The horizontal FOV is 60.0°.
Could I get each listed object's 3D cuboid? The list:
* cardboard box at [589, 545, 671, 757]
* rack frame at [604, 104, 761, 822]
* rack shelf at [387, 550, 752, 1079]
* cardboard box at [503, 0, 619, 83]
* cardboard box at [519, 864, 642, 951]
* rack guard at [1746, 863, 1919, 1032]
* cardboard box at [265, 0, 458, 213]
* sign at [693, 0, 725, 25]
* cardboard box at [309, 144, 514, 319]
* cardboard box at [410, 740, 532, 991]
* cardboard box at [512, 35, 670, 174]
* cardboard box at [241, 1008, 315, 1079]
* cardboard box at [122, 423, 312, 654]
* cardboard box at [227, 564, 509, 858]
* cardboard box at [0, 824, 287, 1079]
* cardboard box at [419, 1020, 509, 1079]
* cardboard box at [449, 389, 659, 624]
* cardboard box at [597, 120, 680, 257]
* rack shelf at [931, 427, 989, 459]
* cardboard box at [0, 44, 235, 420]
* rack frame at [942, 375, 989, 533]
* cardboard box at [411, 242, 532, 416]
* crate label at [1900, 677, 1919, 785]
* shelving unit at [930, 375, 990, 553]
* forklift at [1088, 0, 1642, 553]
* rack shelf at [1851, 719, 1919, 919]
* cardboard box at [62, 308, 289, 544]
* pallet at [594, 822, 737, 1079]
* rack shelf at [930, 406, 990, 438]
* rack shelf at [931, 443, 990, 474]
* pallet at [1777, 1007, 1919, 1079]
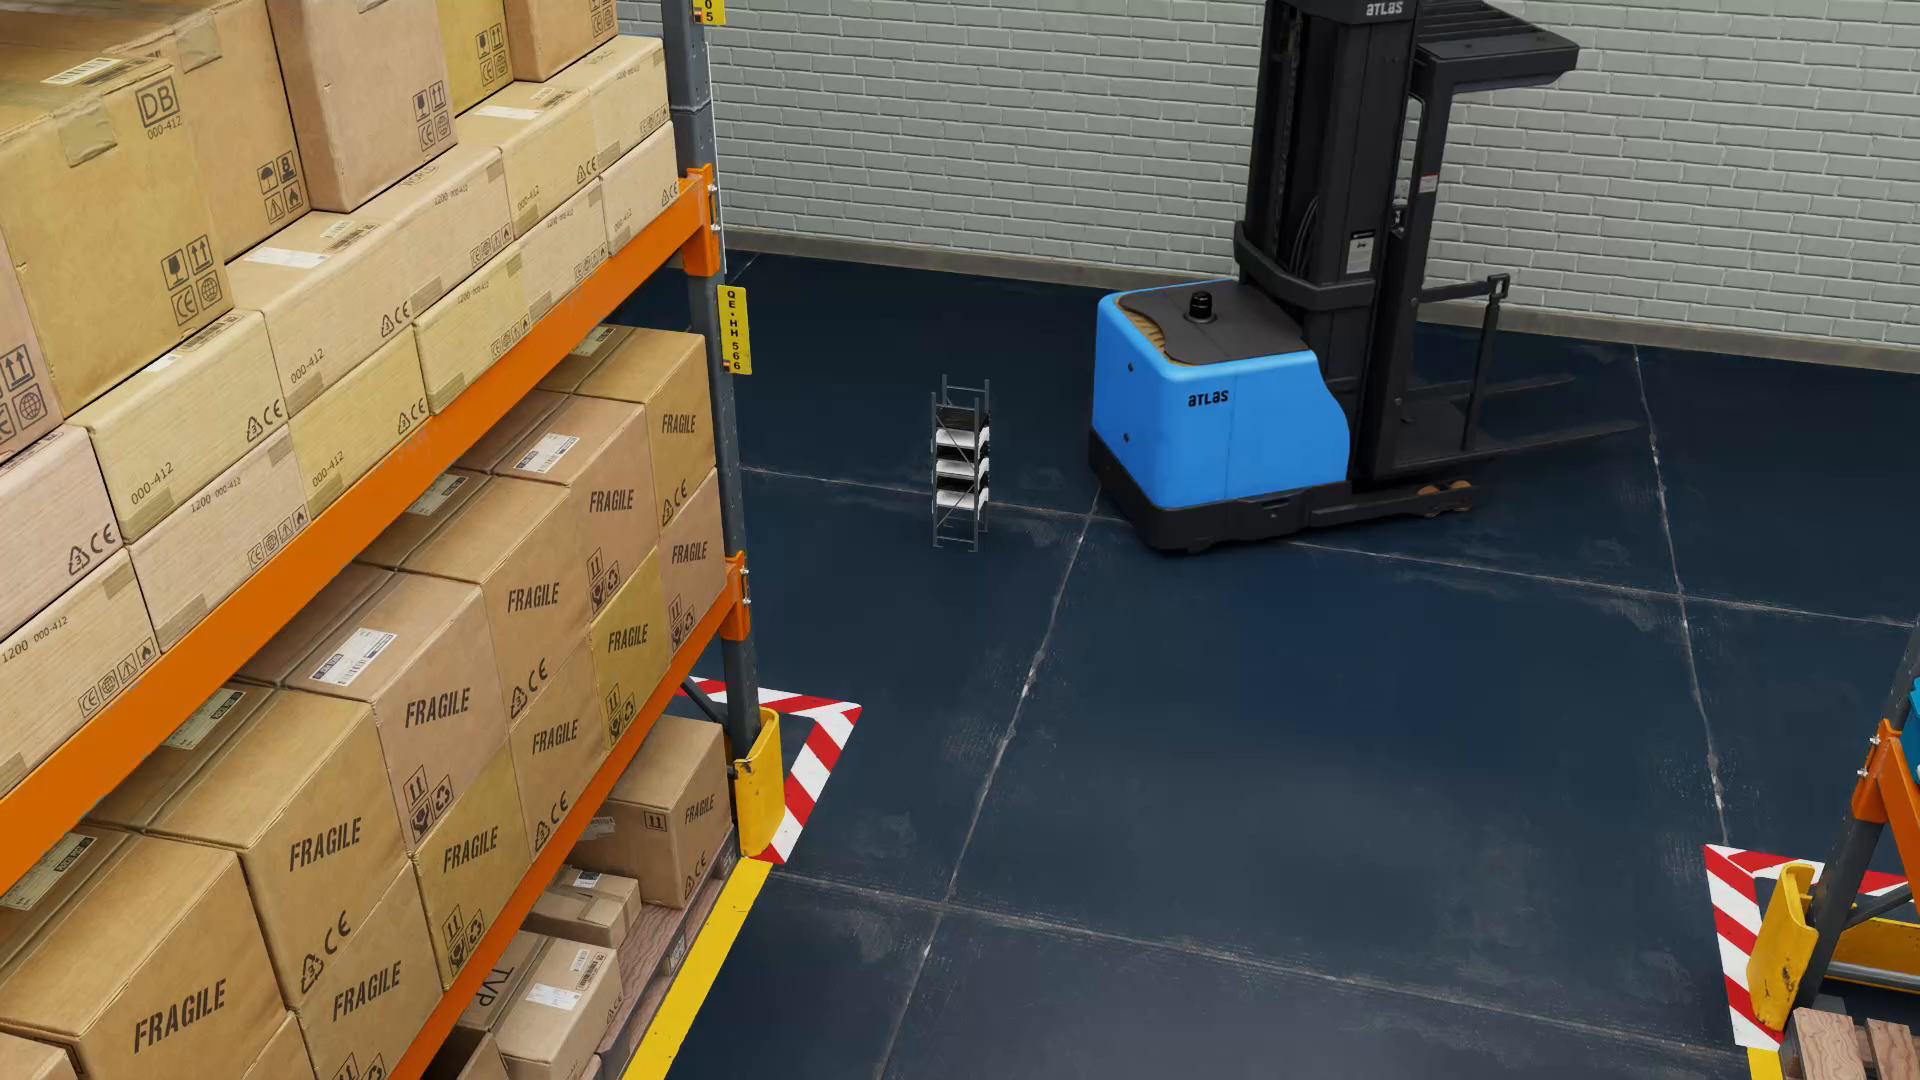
[{"bbox_3d":[-1.285,0.314,5.367,0.500,0.500,0.500,8,33,13],"label":"cardboard box"},{"bbox_3d":[-1.306,-0.183,6.242,1.000,3.000,0.127,8,33,12],"label":"rack frame"},{"bbox_3d":[-1.814,1.158,4.802,1.077,0.370,4.000,8,33,12],"label":"rack shelf"},{"bbox_3d":[-1.421,-1.644,4.719,0.700,0.500,0.500,8,33,12],"label":"cardboard box"},{"bbox_3d":[-1.396,1.341,6.076,0.380,0.166,0.250,8,33,12],"label":"cardboard box"},{"bbox_3d":[3.478,1.534,5.871,1.175,0.500,0.348,8,33,12],"label":"rack guard"},{"bbox_3d":[-1.653,-1.122,3.898,0.700,0.500,0.500,8,33,12],"label":"cardboard box"},{"bbox_3d":[-0.774,-1.737,5.065,0.100,0.325,0.005,8,33,12],"label":"sign"},{"bbox_3d":[-1.447,-0.777,4.054,0.500,0.250,0.500,8,33,12],"label":"cardboard box"},{"bbox_3d":[-1.545,0.834,4.550,0.500,0.500,0.500,8,33,12],"label":"cardboard box"},{"bbox_3d":[-1.190,-1.295,4.869,0.500,0.250,0.500,8,33,12],"label":"cardboard box"},{"bbox_3d":[-1.801,1.357,3.726,0.500,0.500,0.500,9,33,13],"label":"cardboard box"},{"bbox_3d":[-1.699,-0.047,3.371,0.500,0.250,0.500,8,33,12],"label":"cardboard box"},{"bbox_3d":[-1.538,0.420,4.269,0.500,0.500,0.500,9,34,14],"label":"cardboard box"},{"bbox_3d":[-1.799,0.955,3.427,0.500,0.500,0.500,7,33,11],"label":"cardboard box"},{"bbox_3d":[-1.849,1.785,5.063,0.797,0.503,0.637,8,33,12],"label":"cardboard box"},{"bbox_3d":[-1.280,-0.117,5.112,0.500,0.500,0.500,9,34,14],"label":"cardboard box"},{"bbox_3d":[-1.181,-1.083,5.002,0.500,0.250,0.500,8,33,12],"label":"cardboard box"},{"bbox_3d":[0.002,-0.508,8.437,0.258,0.077,0.200,8,33,12],"label":"rack shelf"},{"bbox_3d":[-1.850,-0.595,3.069,0.700,0.500,0.500,8,33,12],"label":"cardboard box"},{"bbox_3d":[0.028,-0.437,8.598,0.240,0.900,0.006,8,33,12],"label":"rack frame"},{"bbox_3d":[-1.433,-0.564,4.185,0.500,0.250,0.500,8,33,12],"label":"cardboard box"},{"bbox_3d":[3.103,0.622,5.076,0.416,0.233,0.303,8,33,12],"label":"crate label"},{"bbox_3d":[0.002,-0.384,8.515,0.258,0.900,0.210,8,33,12],"label":"shelving unit"},{"bbox_3d":[2.289,-1.619,8.565,3.031,2.935,1.130,-9,34,-15],"label":"forklift"},{"bbox_3d":[2.977,1.835,3.739,1.077,0.370,4.000,8,33,12],"label":"rack shelf"},{"bbox_3d":[-1.694,-0.257,3.236,0.500,0.250,0.500,8,33,12],"label":"cardboard box"},{"bbox_3d":[-1.527,1.447,6.277,1.003,0.211,1.213,8,33,12],"label":"pallet"},{"bbox_3d":[0.002,-0.584,8.388,0.258,0.077,0.200,8,33,12],"label":"rack shelf"},{"bbox_3d":[0.002,-0.432,8.485,0.258,0.077,0.200,8,33,12],"label":"rack shelf"},{"bbox_3d":[3.237,2.093,5.261,1.003,0.211,1.213,8,33,12],"label":"pallet"}]
